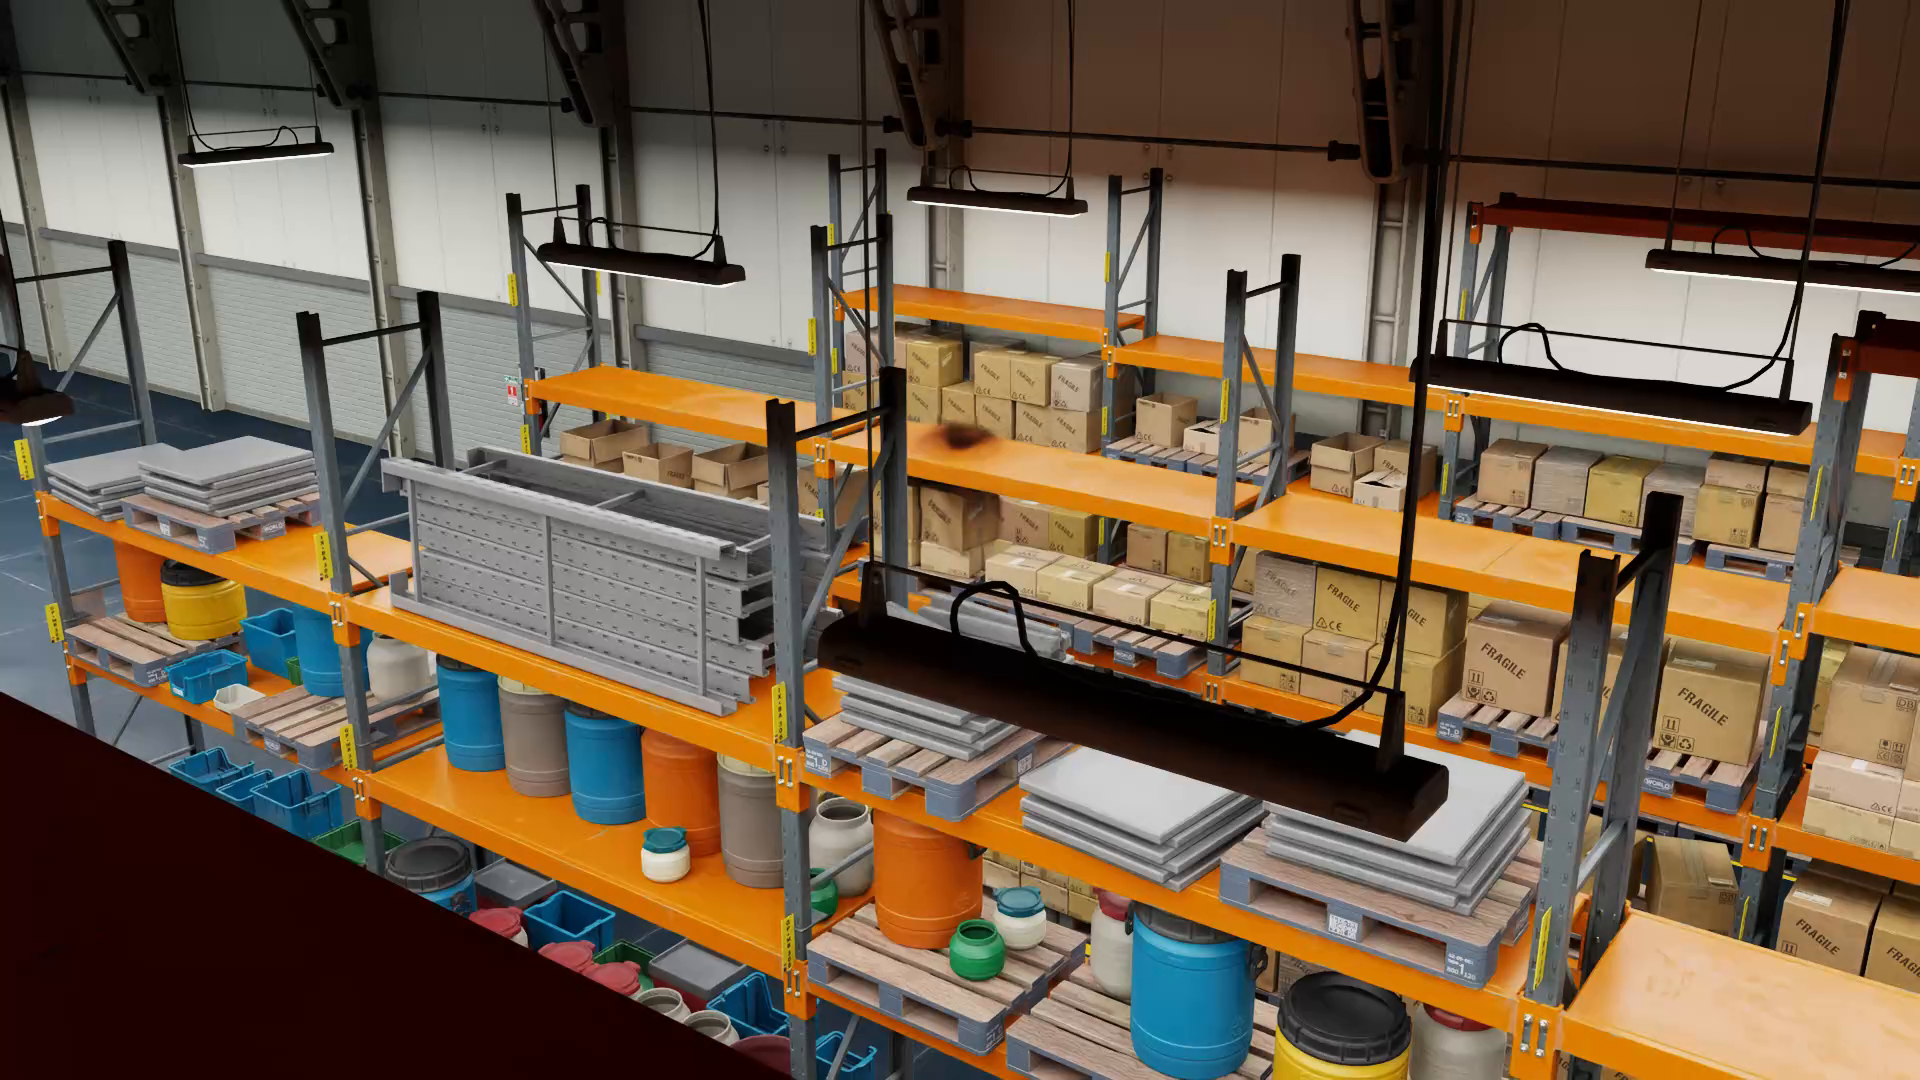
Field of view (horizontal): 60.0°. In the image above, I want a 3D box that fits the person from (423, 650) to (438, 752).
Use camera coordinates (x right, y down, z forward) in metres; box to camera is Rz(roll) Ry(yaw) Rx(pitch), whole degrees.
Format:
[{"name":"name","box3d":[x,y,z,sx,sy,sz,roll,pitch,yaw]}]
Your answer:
[{"name":"person","box3d":[-5.862,1.423,18.034,0.535,1.763,0.481,-7,20,-21]}]
